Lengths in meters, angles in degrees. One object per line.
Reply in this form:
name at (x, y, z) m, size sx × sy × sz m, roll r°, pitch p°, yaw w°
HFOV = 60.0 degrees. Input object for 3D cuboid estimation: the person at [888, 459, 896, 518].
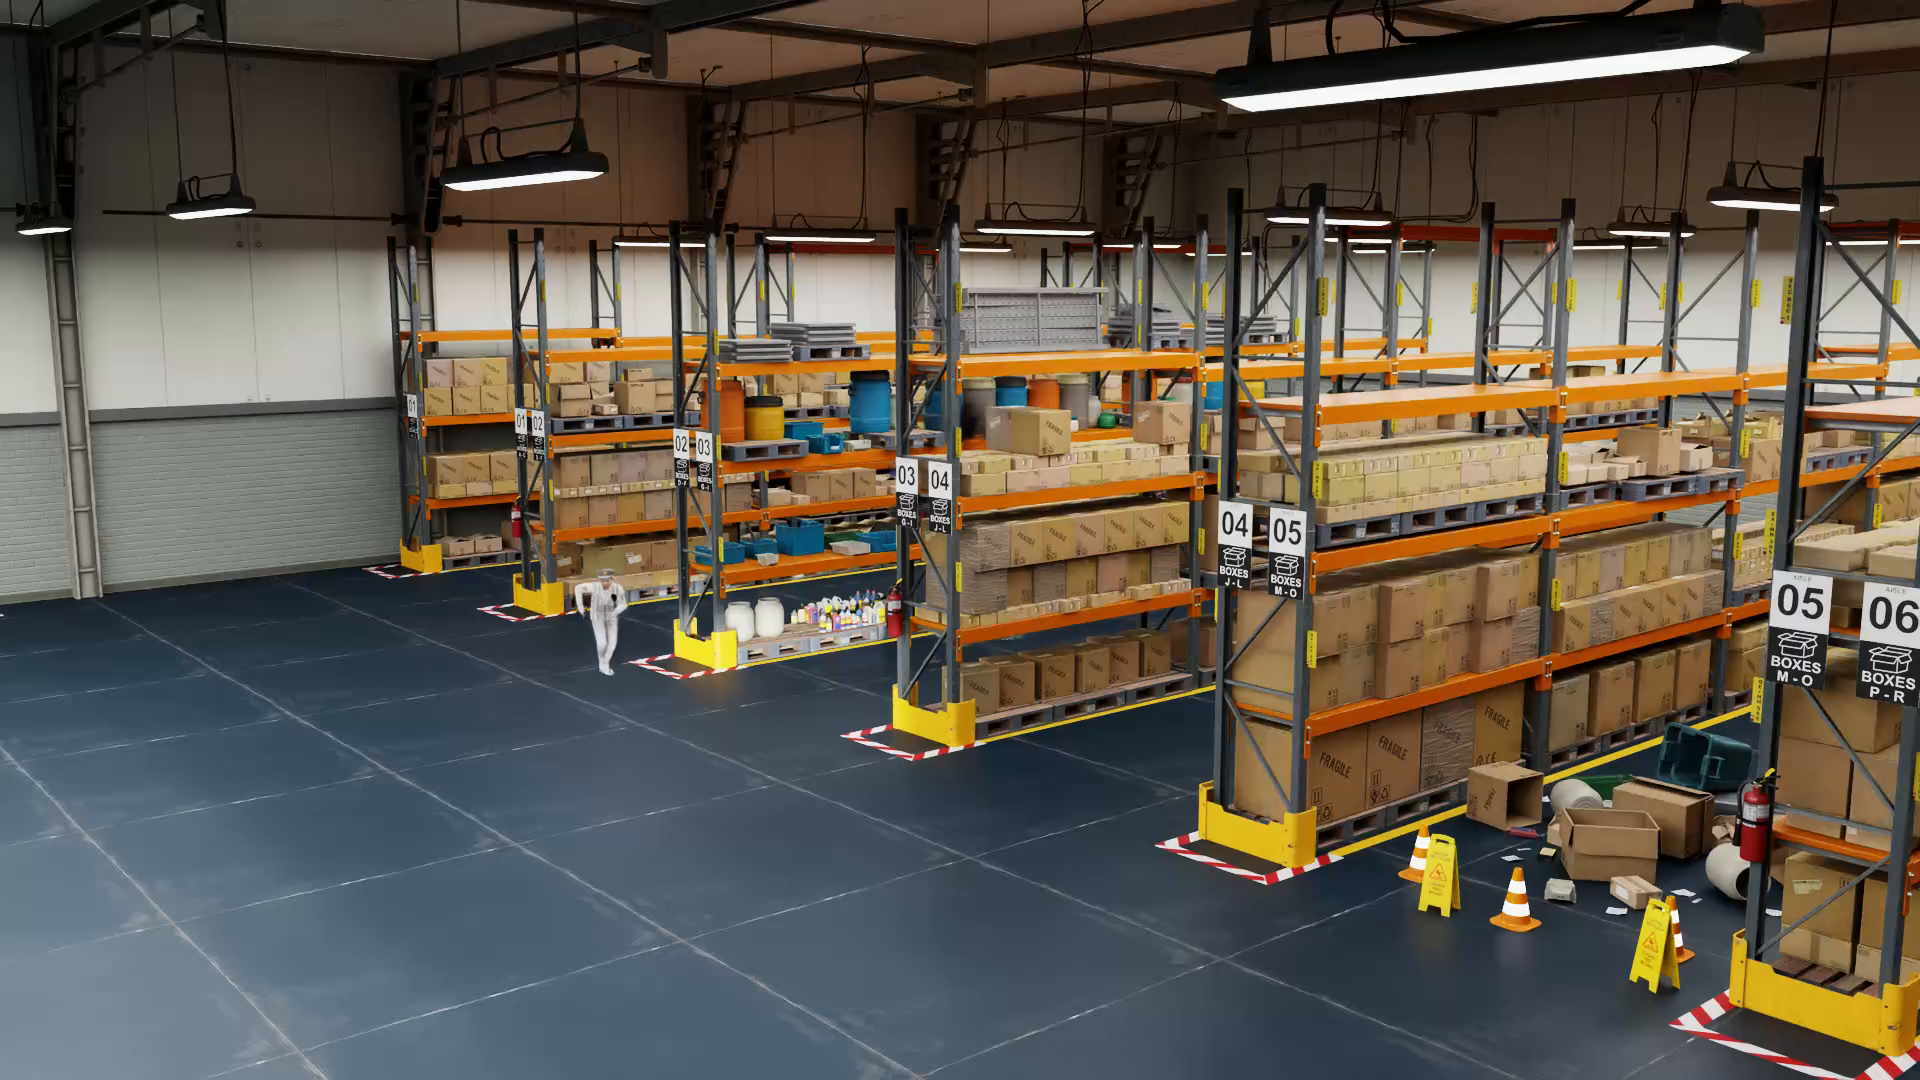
person at (-1.206, -0.782, 33.457) m, size 0.898 × 1.699 × 0.571 m, roll -5°, pitch 10°, yaw -32°

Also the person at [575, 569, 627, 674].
person at (-4.705, 1.082, 21.831) m, size 0.647 × 1.496 × 0.849 m, roll -3°, pitch 9°, yaw -18°

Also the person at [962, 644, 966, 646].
person at (0.125, 0.673, 22.631) m, size 0.592 × 1.550 × 0.741 m, roll 0°, pitch 9°, yaw -1°
